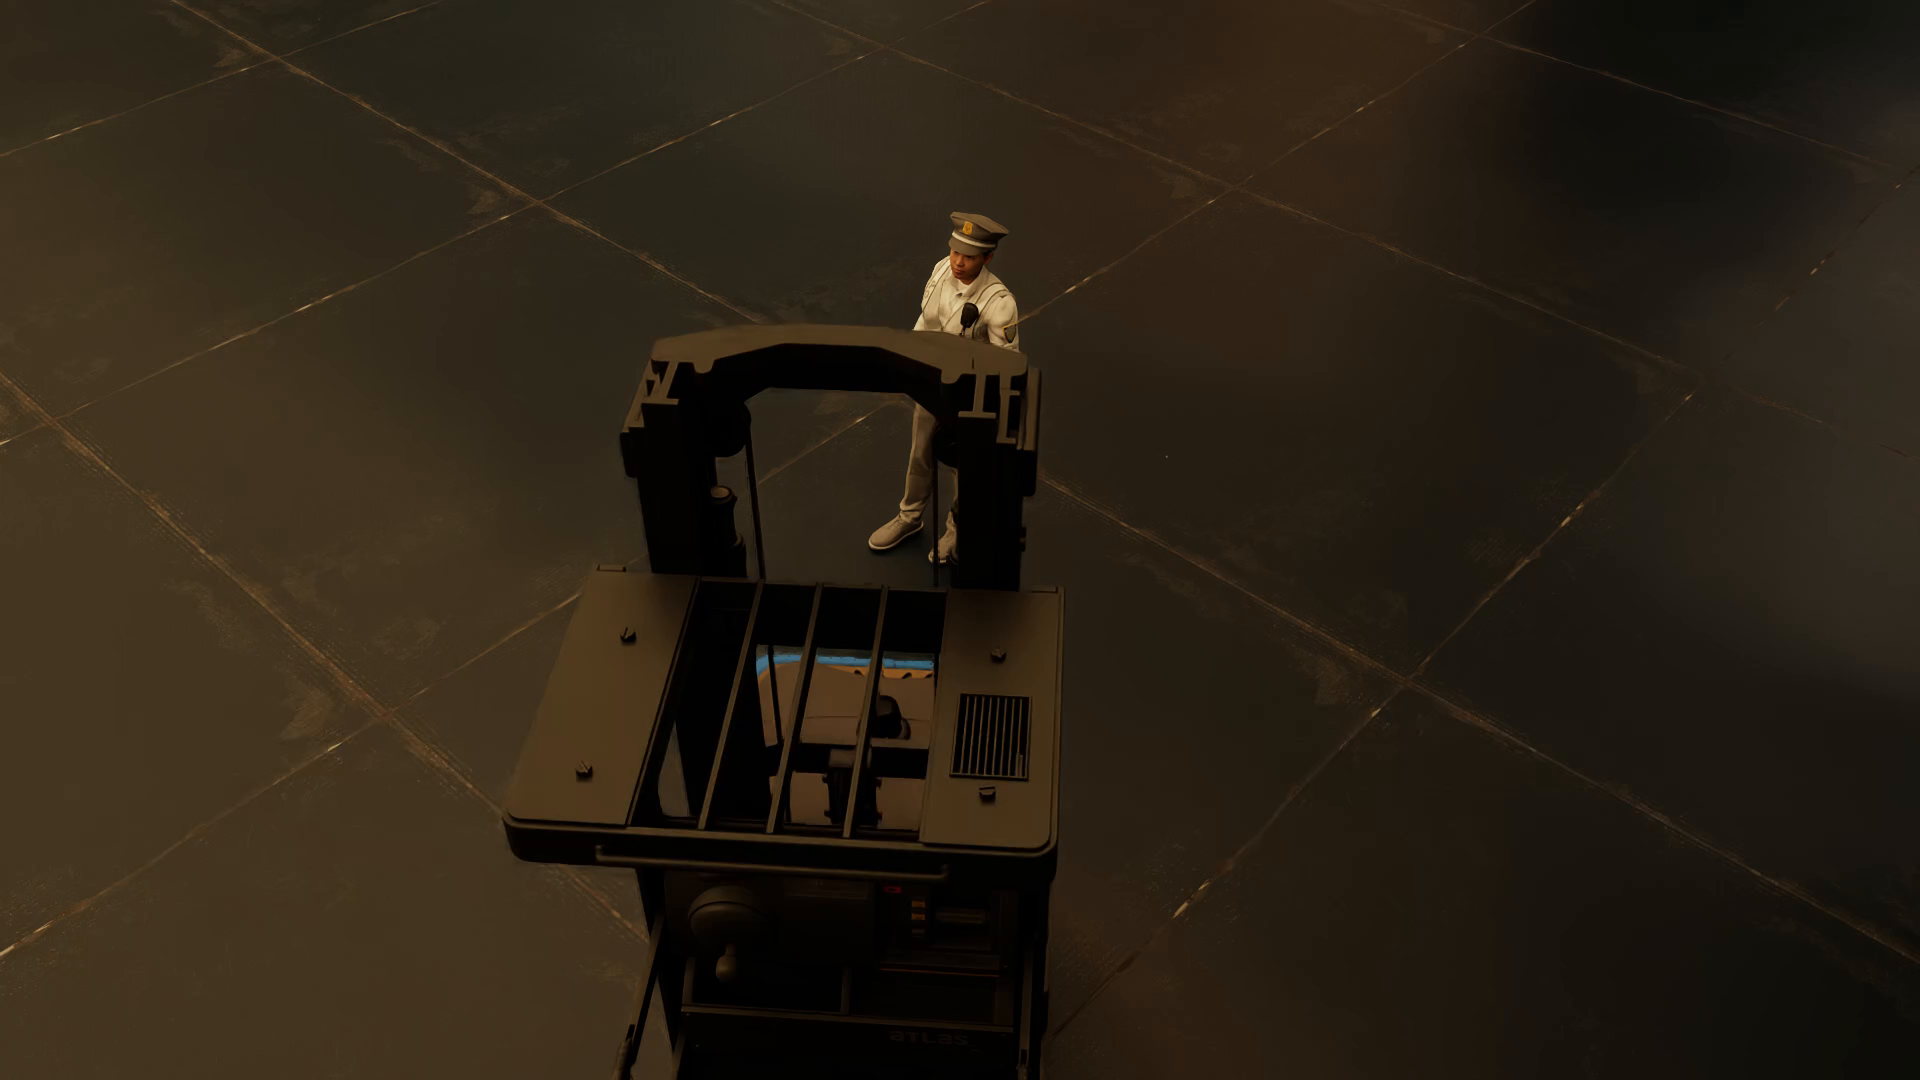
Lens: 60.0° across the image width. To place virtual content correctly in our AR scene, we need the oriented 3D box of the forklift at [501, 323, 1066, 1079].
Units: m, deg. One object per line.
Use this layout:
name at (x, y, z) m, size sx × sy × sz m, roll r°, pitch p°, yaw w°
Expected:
forklift at (-0.324, 1.057, 4.197) m, size 1.130 × 2.935 × 3.031 m, roll 3°, pitch 41°, yaw 3°

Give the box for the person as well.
person at (-0.052, -0.619, 7.088) m, size 0.586 × 1.694 × 0.530 m, roll 31°, pitch 49°, yaw 31°
